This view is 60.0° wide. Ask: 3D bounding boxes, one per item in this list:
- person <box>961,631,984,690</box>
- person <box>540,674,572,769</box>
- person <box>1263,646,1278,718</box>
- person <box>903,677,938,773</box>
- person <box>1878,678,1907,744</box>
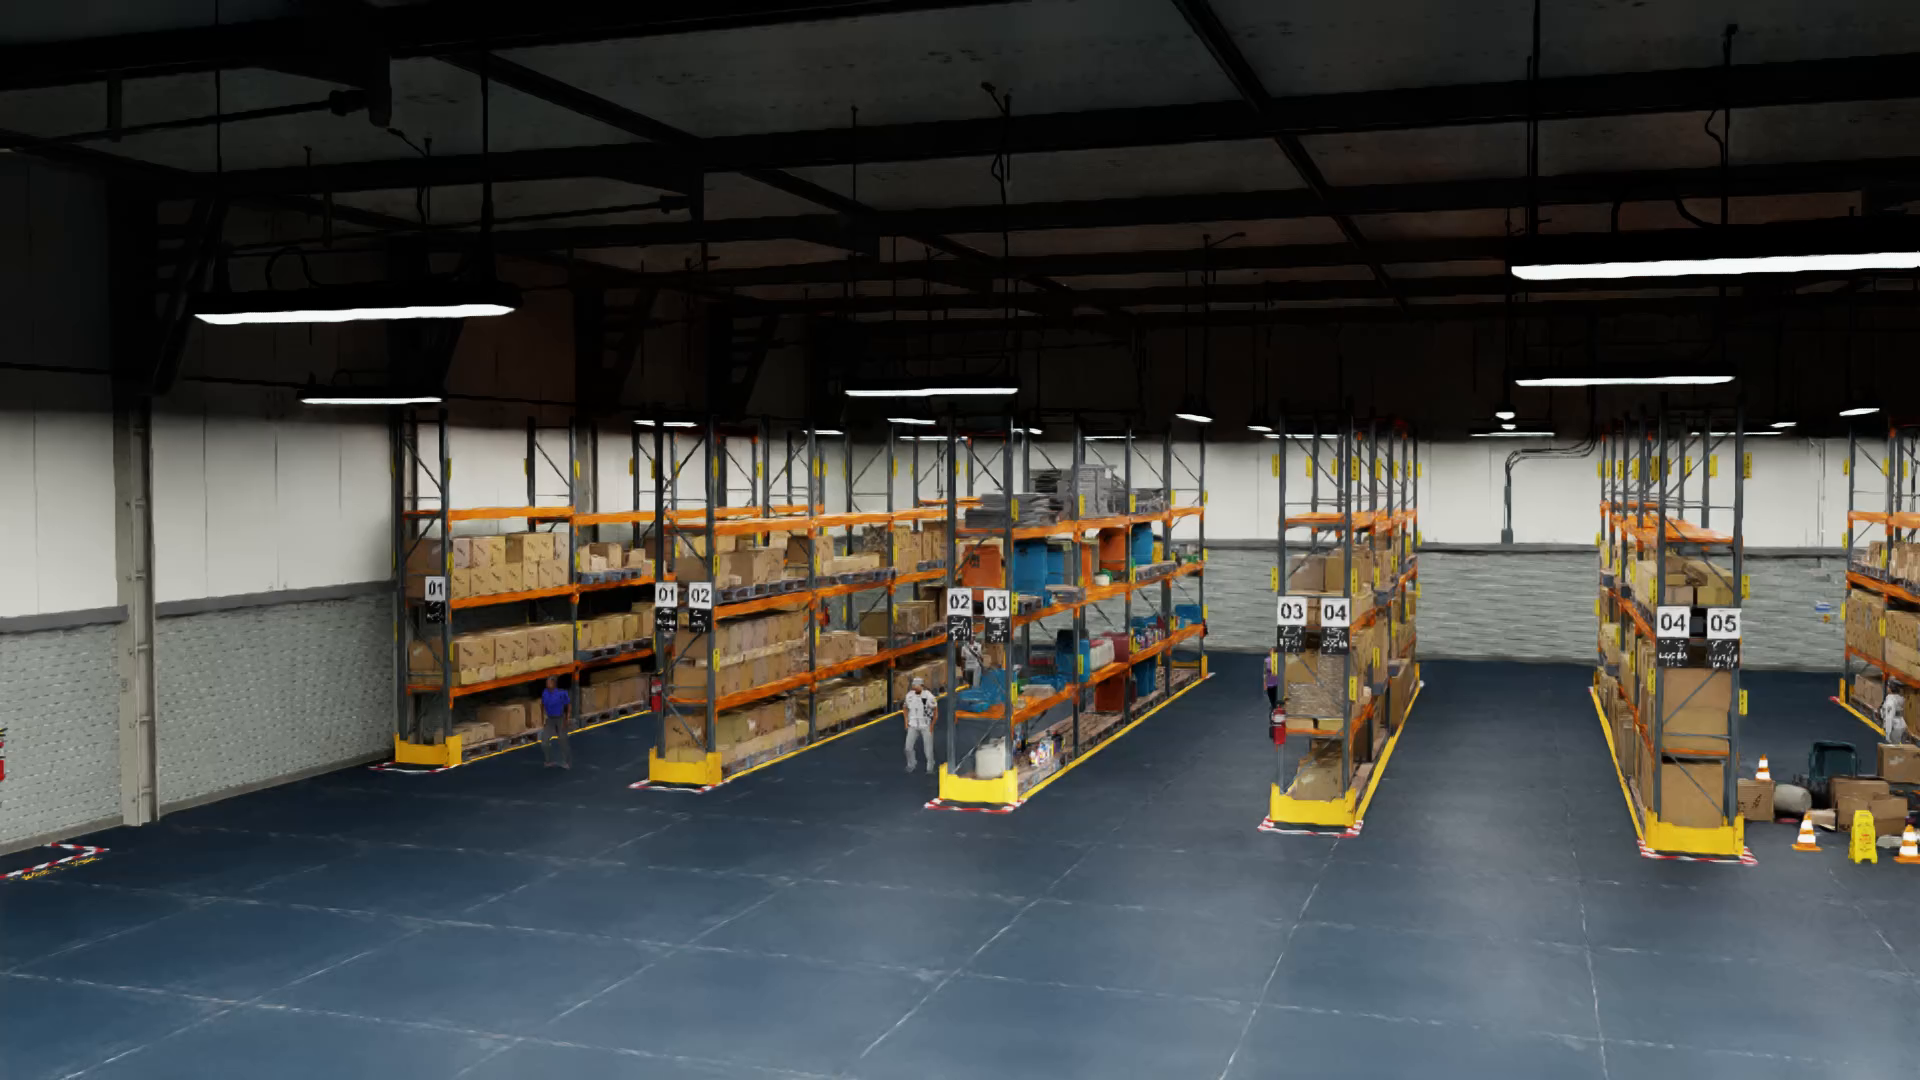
[{"bbox_3d":[0.247,2.688,34.981,0.455,1.588,1.089,1,3,16],"label":"person"},{"bbox_3d":[-6.724,3.027,27.677,0.592,1.590,0.518,1,3,17],"label":"person"},{"bbox_3d":[6.162,2.827,32.697,0.417,1.517,1.037,1,3,21],"label":"person"},{"bbox_3d":[-0.659,3.034,27.283,0.625,1.611,0.575,1,3,16],"label":"person"},{"bbox_3d":[14.711,3.025,26.301,0.524,1.677,0.462,-2,3,-42],"label":"person"}]
